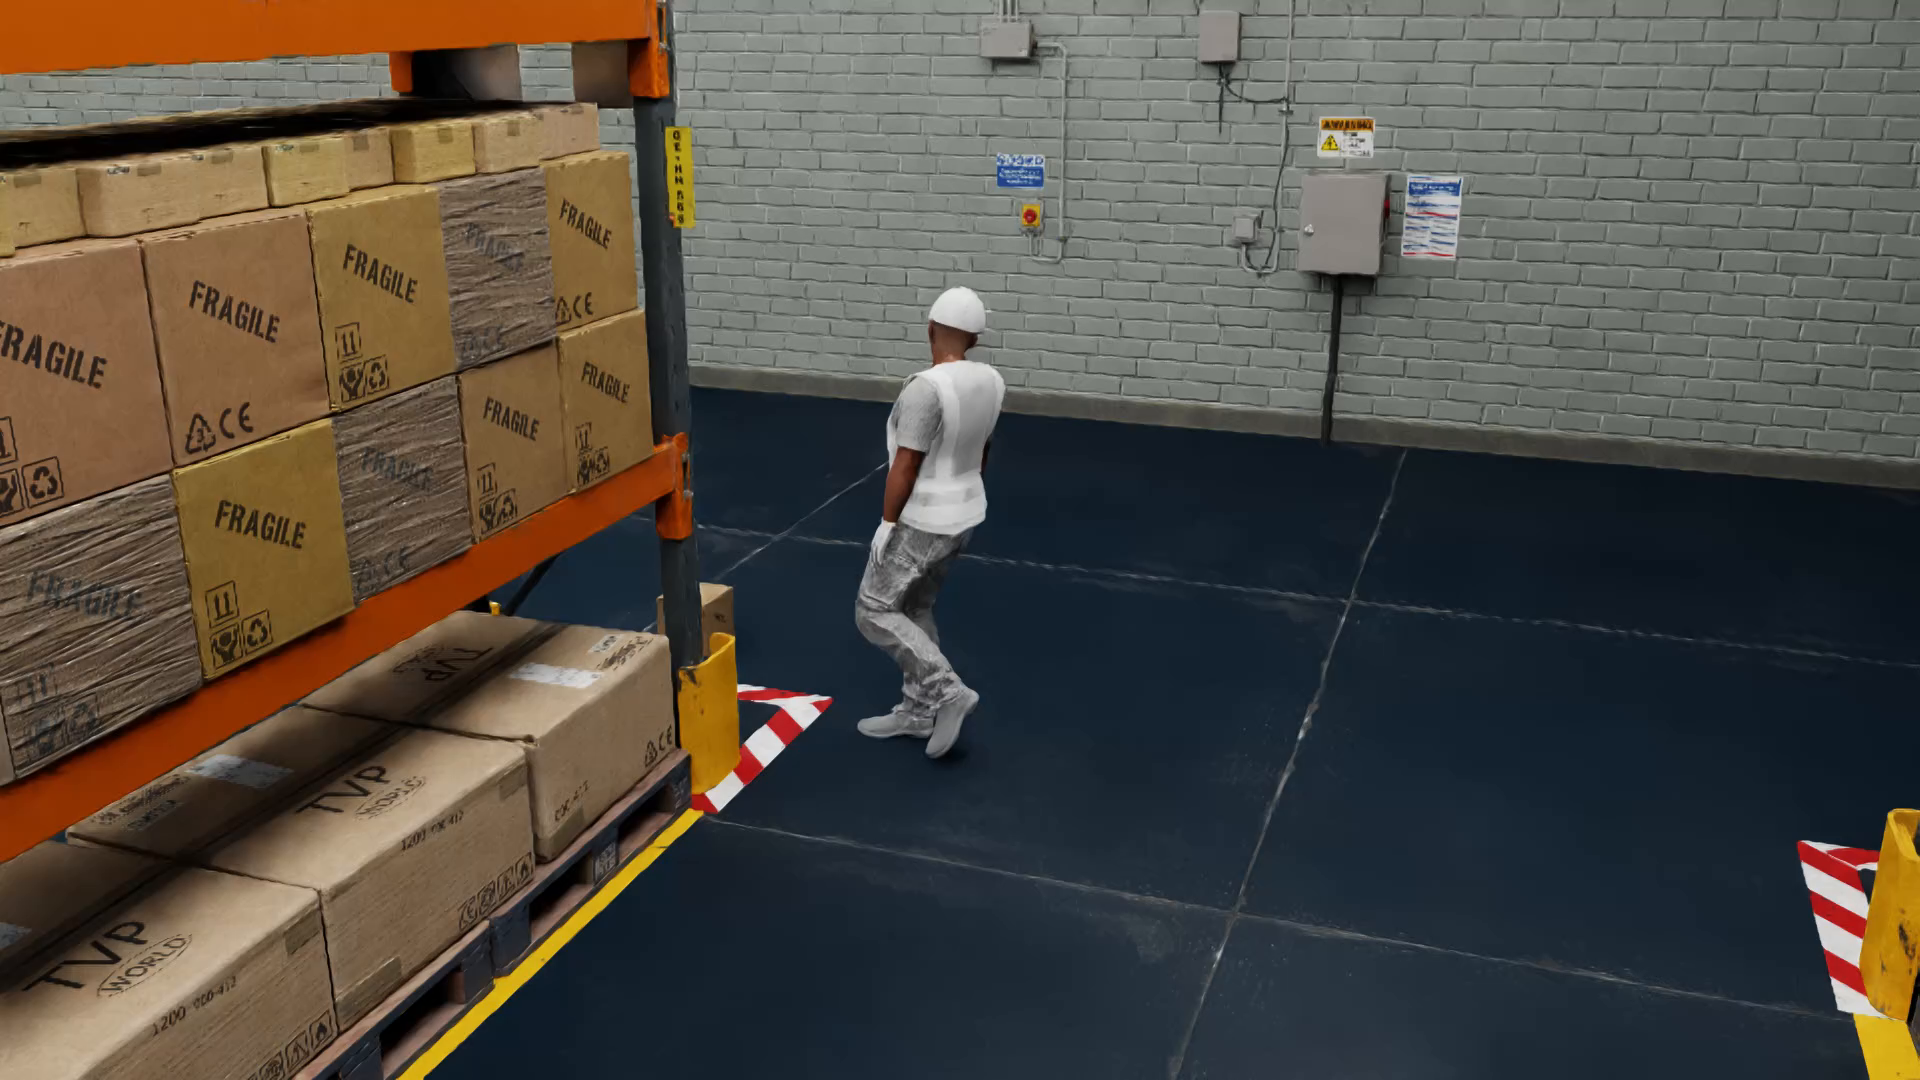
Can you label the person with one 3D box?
[{"bbox_3d":[-0.105,-0.073,6.297,0.552,1.757,0.616,8,20,23],"label":"person"}]
